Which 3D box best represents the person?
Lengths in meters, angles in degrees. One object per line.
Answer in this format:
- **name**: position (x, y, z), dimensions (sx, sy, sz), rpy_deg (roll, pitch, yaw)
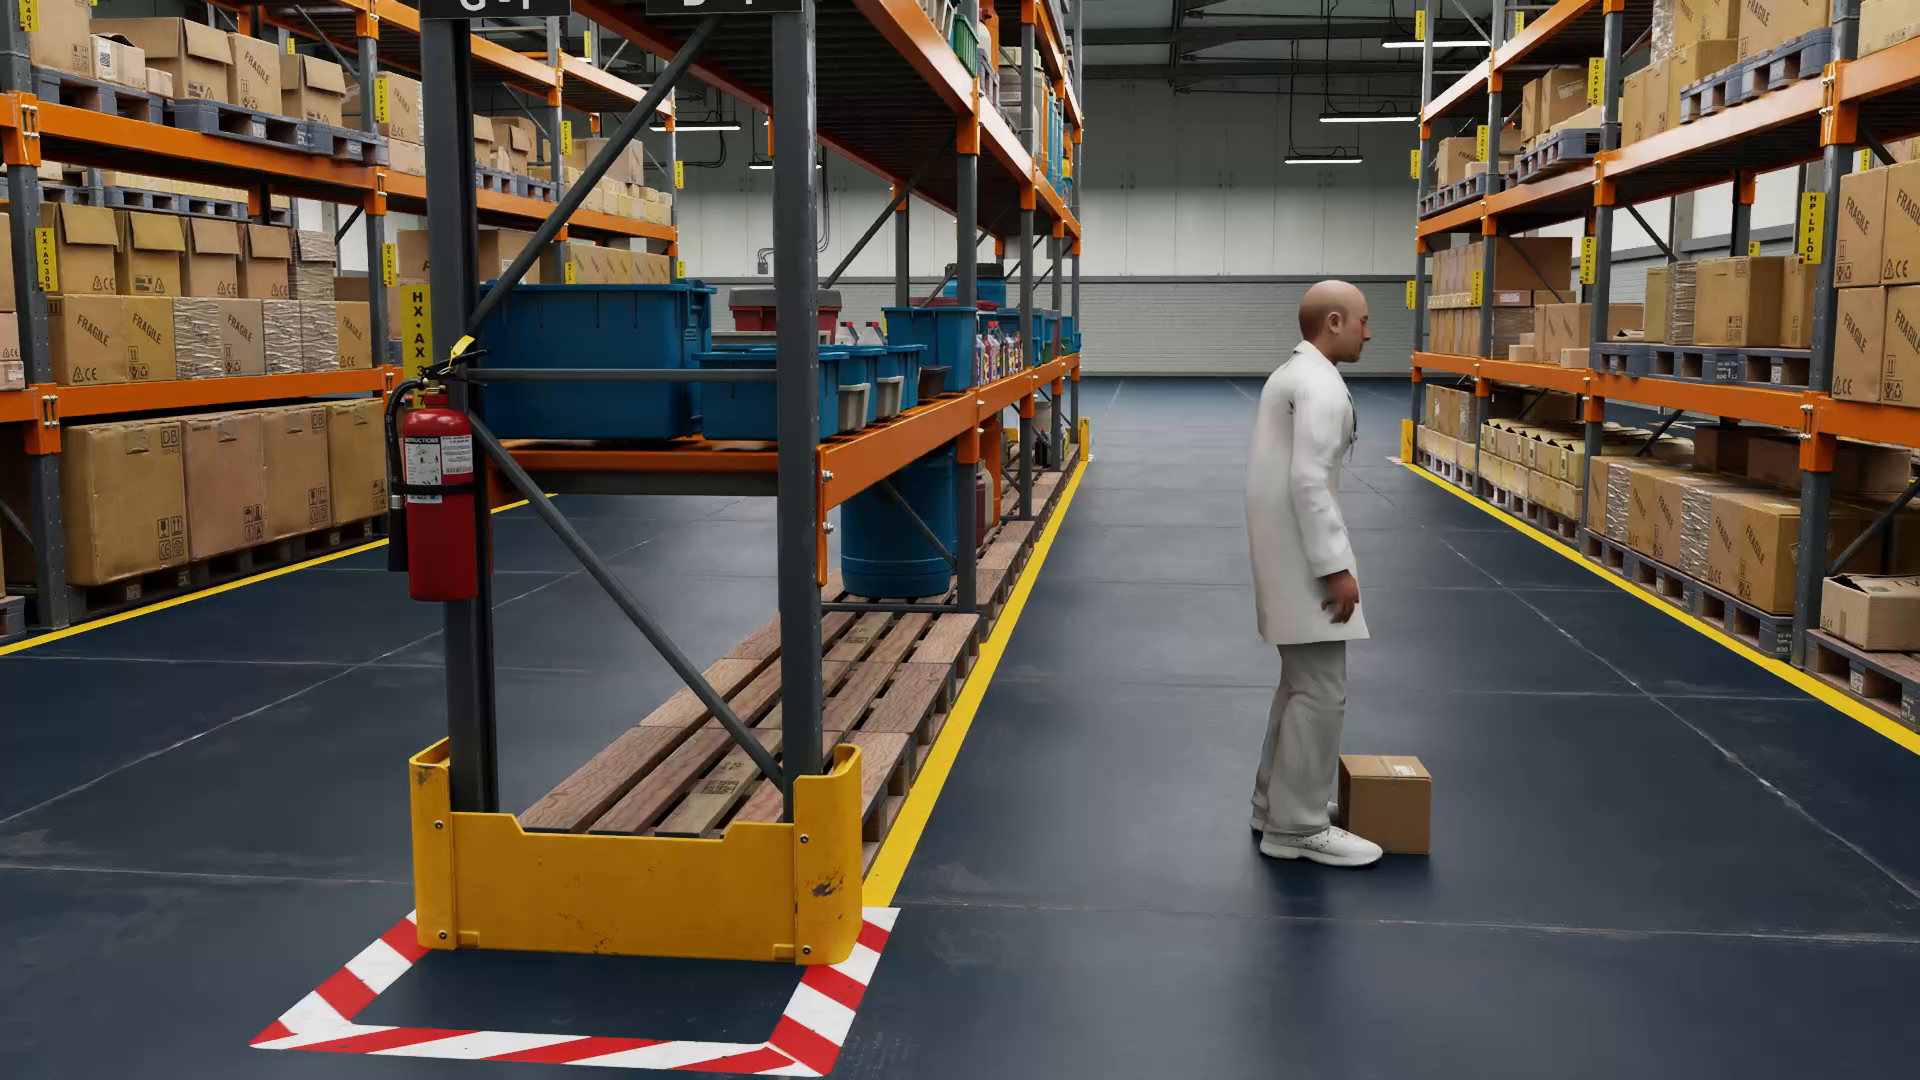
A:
- **person**: position (1.104, 0.080, 5.231), dimensions (0.417, 1.775, 0.656), rpy_deg (1, 7, 4)
